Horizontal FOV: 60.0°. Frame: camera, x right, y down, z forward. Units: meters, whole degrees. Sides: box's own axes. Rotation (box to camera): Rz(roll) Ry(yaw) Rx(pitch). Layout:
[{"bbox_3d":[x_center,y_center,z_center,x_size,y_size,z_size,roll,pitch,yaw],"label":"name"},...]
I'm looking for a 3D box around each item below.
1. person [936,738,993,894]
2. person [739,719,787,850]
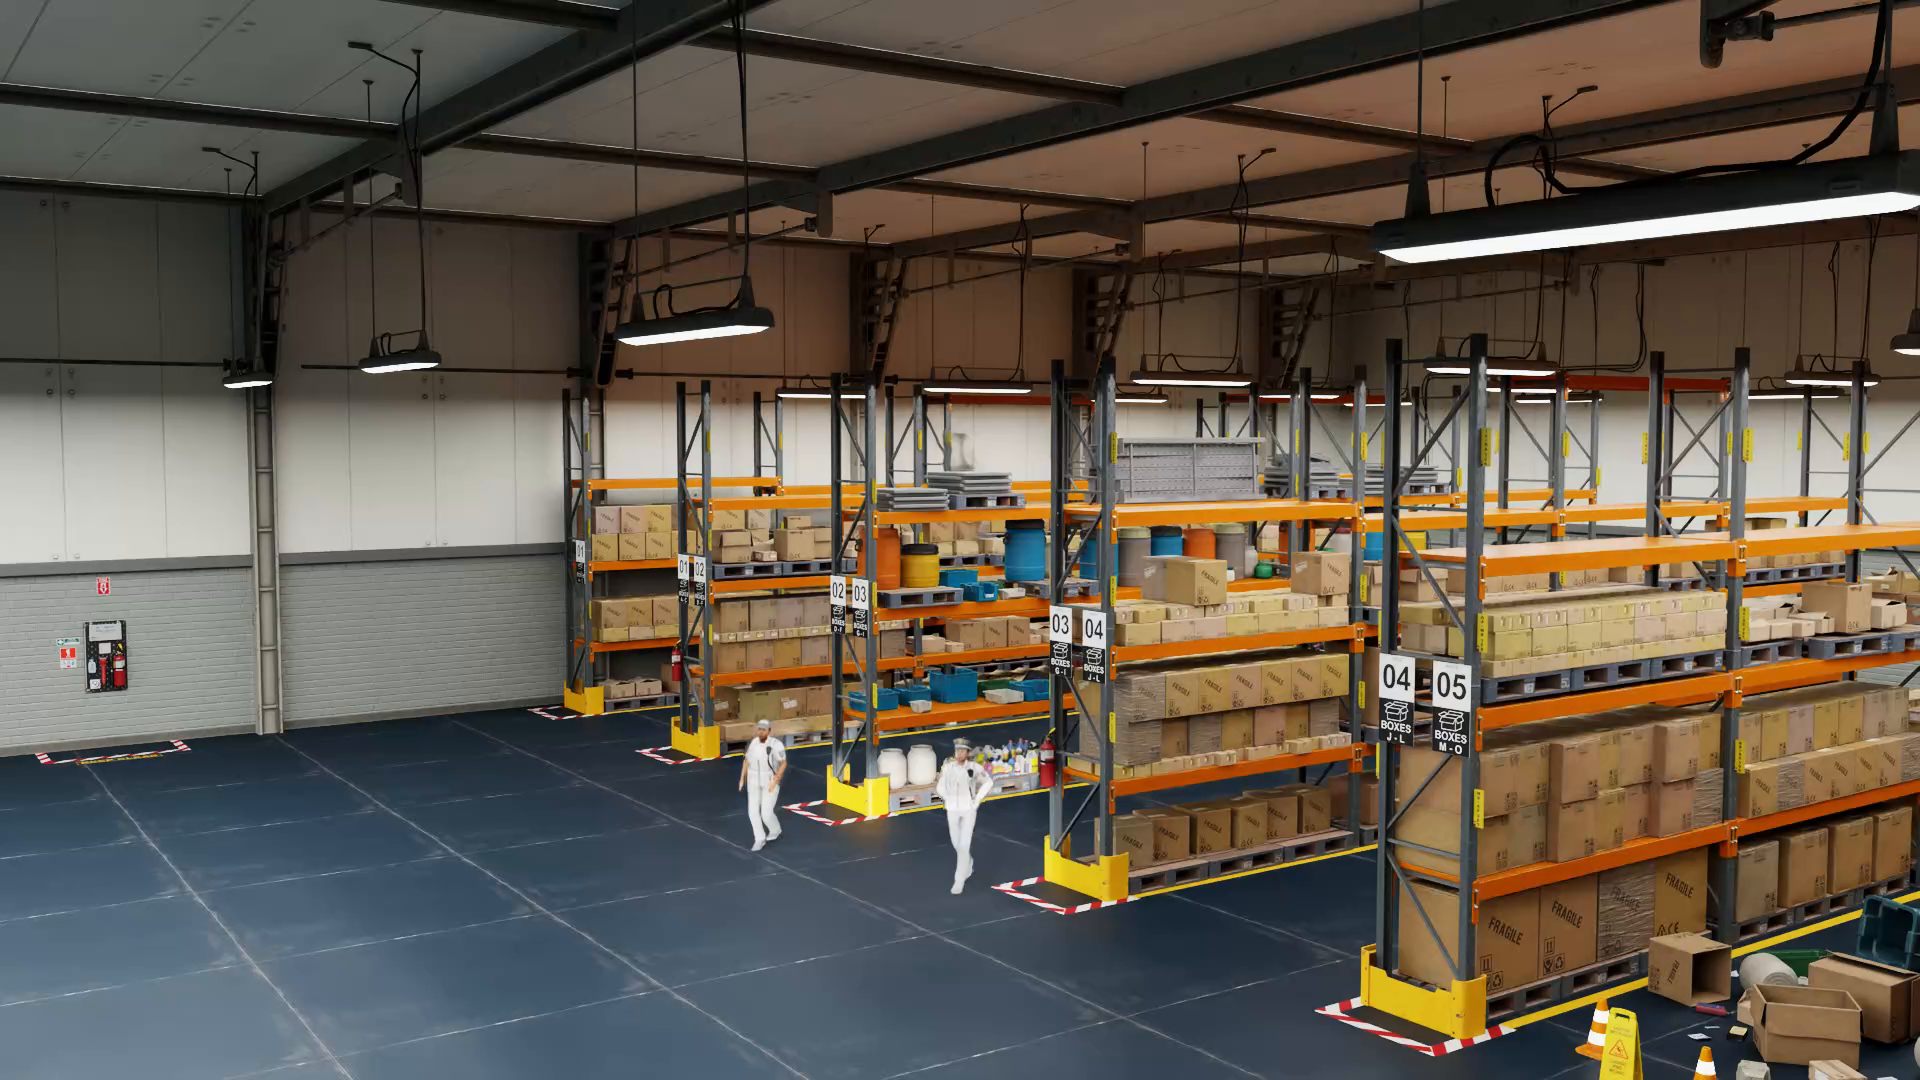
[{"bbox_3d":[0.022,3.086,18.914,0.628,1.690,0.852,1,4,18],"label":"person"},{"bbox_3d":[-2.469,3.037,20.854,0.623,1.604,0.625,1,4,15],"label":"person"}]
